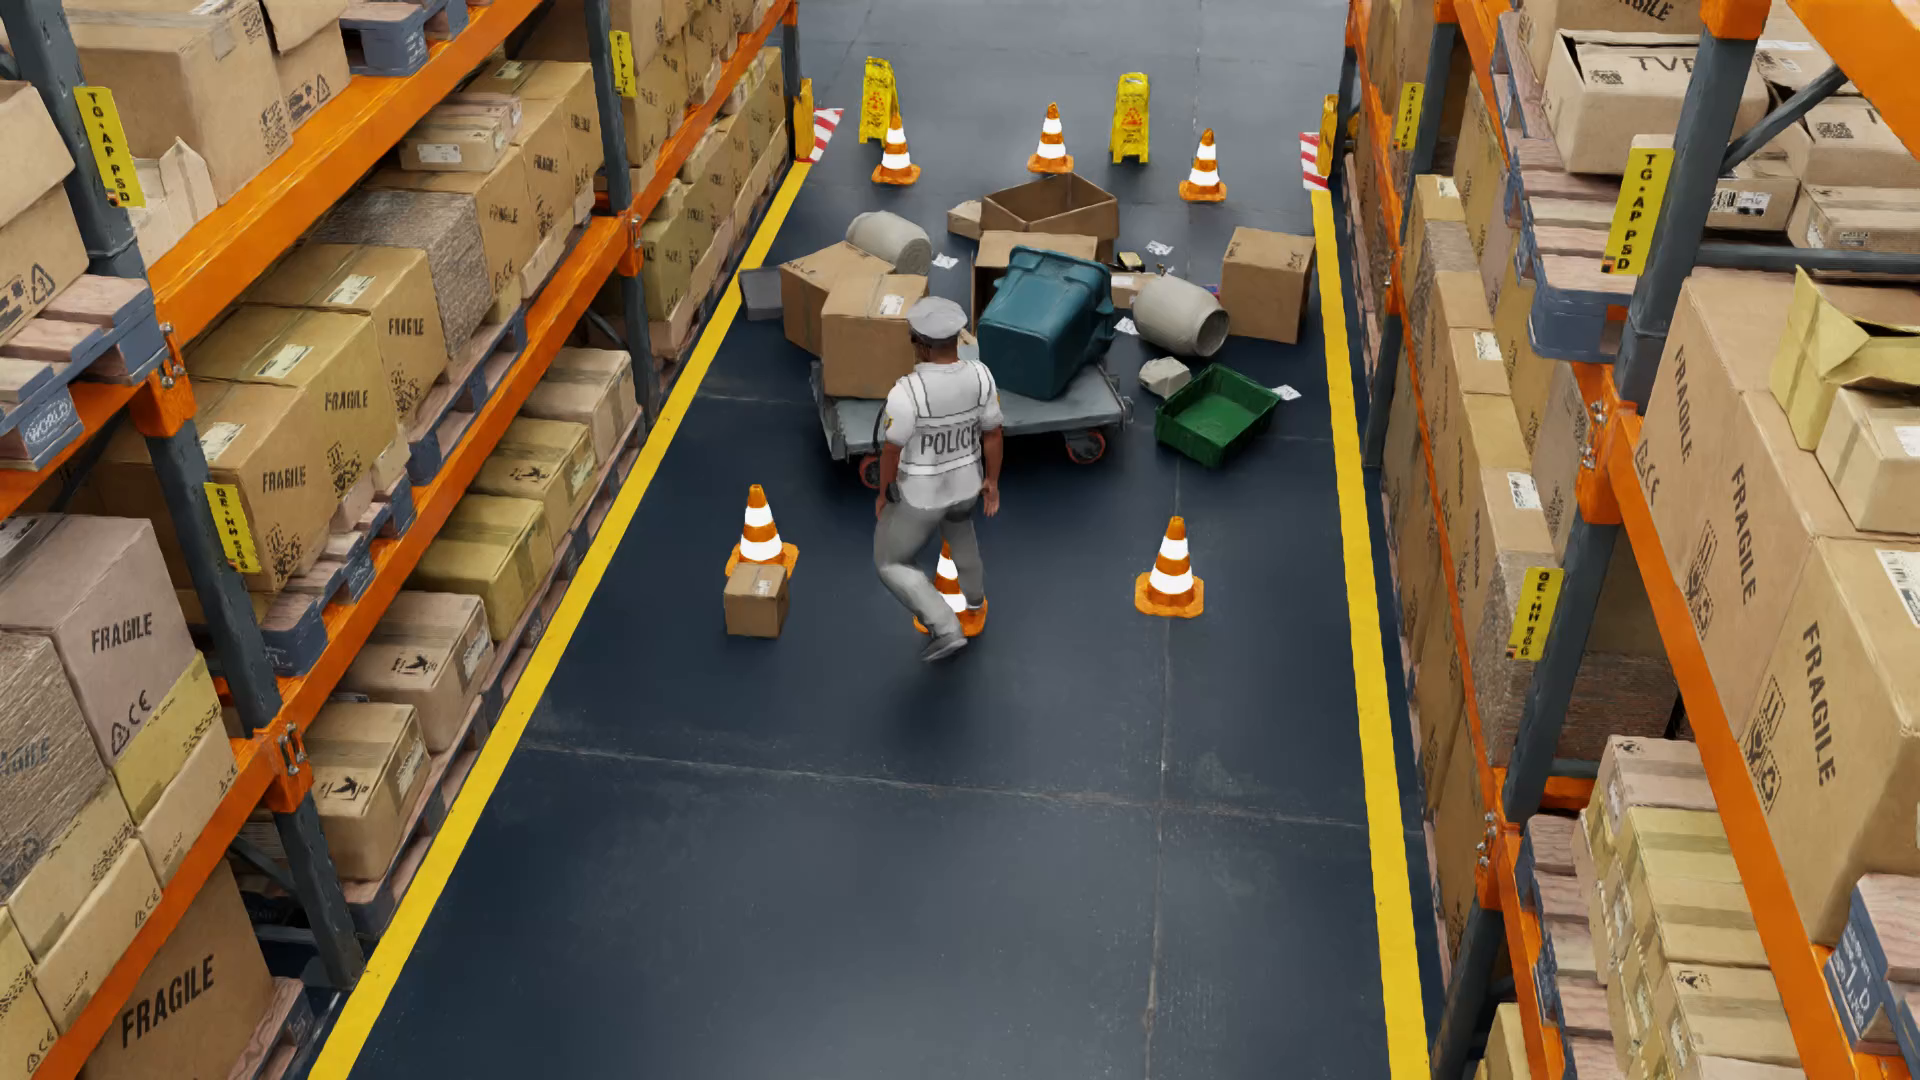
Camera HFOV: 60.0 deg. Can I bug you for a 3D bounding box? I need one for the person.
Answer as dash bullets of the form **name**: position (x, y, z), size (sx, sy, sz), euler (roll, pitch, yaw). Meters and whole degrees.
- **person**: position (-0.044, -0.254, 7.325), size (0.664, 1.711, 0.664), euler (-22, 41, -28)
